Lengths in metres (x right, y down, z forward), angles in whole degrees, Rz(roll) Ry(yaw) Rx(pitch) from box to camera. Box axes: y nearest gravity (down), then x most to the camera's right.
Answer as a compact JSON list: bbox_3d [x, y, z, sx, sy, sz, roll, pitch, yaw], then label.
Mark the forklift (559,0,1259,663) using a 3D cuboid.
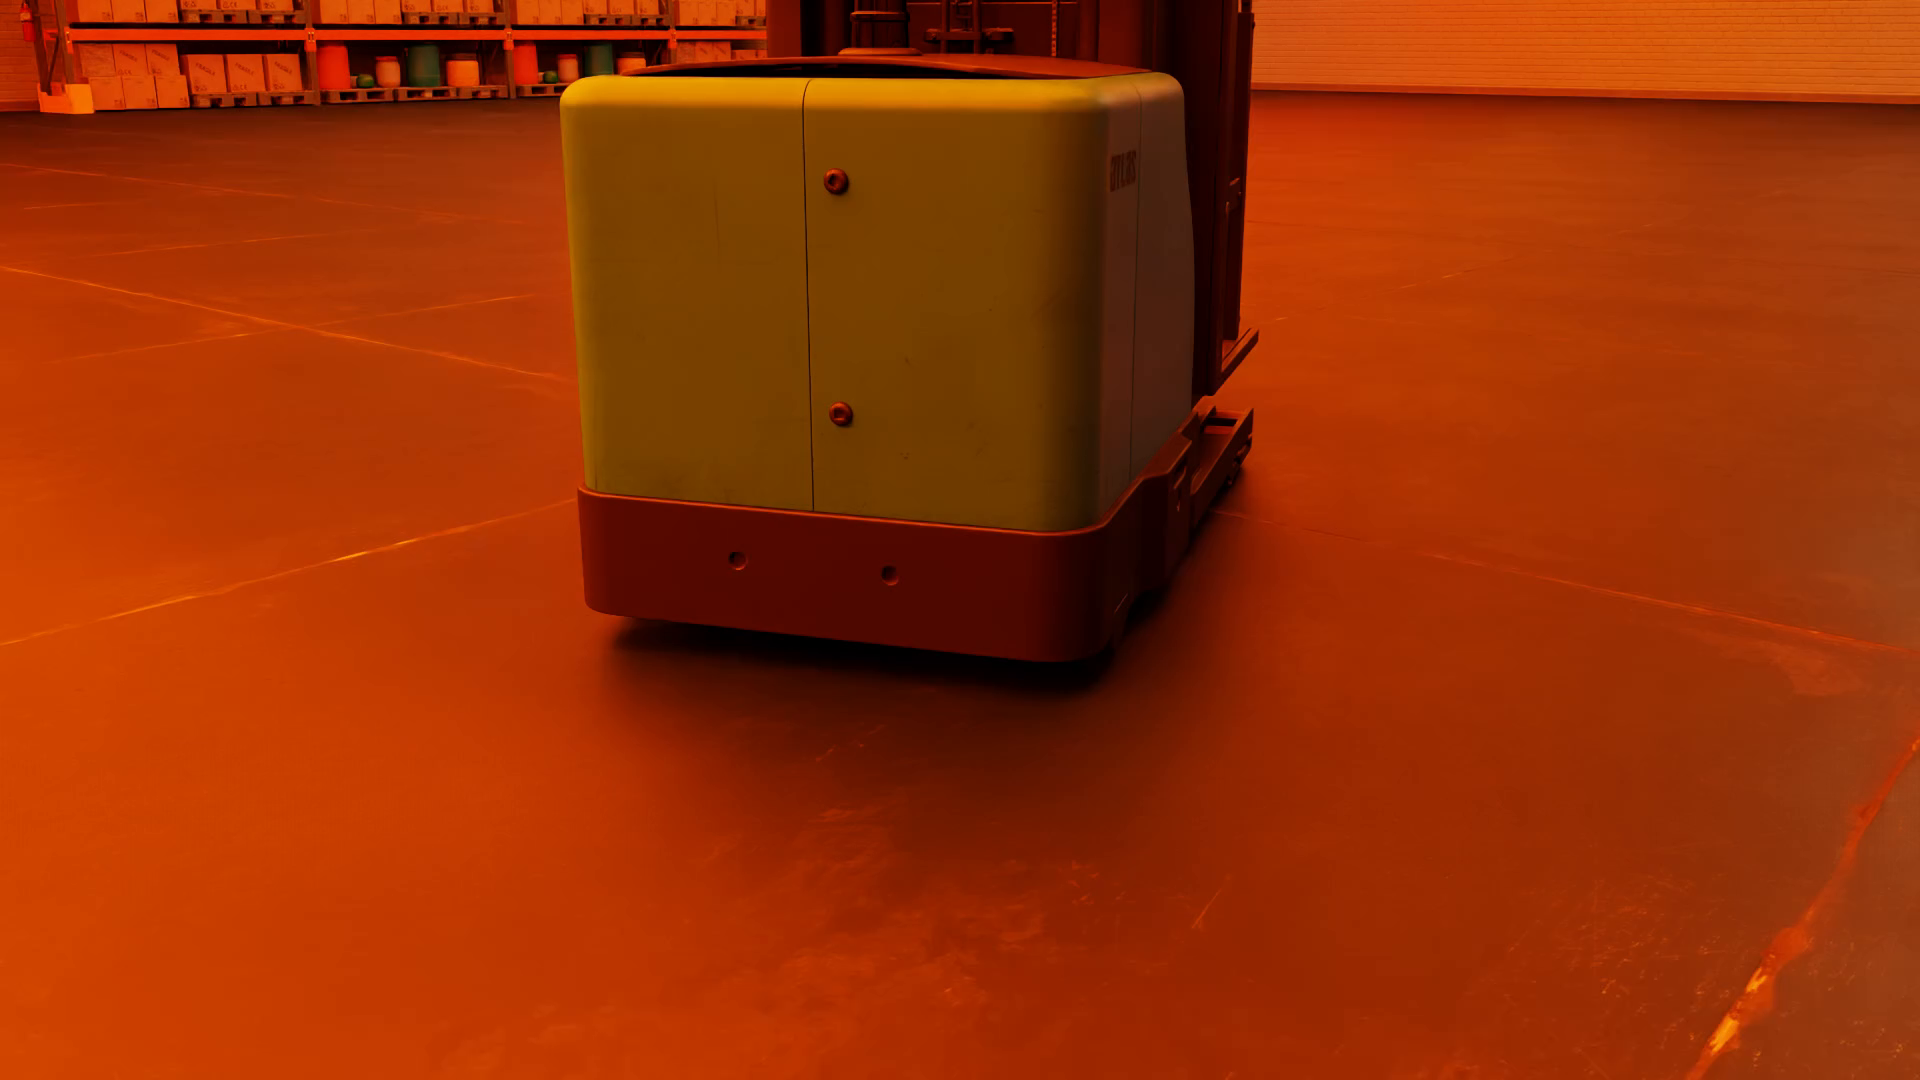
[{"bbox_3d":[0.182,-1.571,4.072,1.130,2.935,3.031,5,18,17],"label":"forklift"}]
